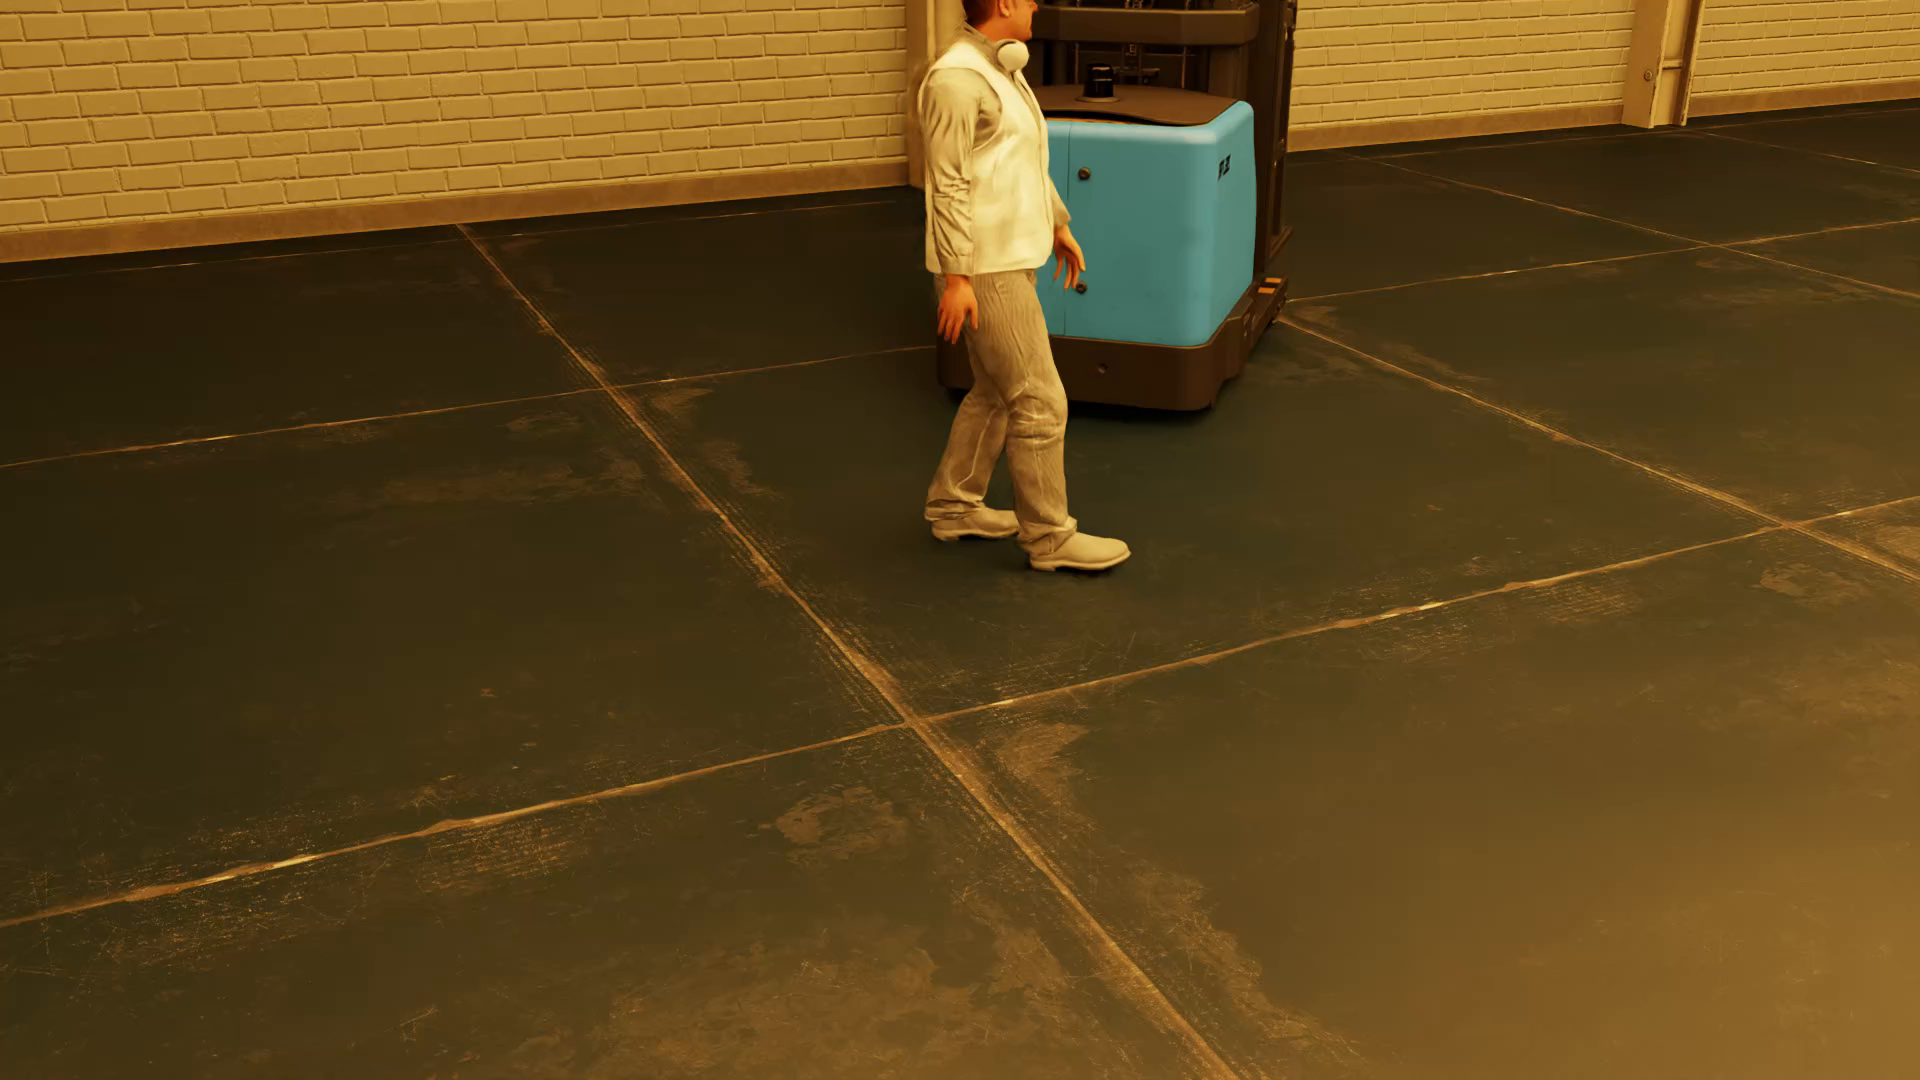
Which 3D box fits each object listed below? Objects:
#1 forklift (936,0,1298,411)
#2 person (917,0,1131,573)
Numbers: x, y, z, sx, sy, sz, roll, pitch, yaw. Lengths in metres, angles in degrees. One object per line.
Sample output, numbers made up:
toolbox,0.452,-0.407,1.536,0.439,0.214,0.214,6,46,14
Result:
forklift,0.867,-2.358,6.963,1.130,2.935,3.031,7,24,17
person,0.206,-0.788,4.729,0.652,1.759,0.669,4,23,11
